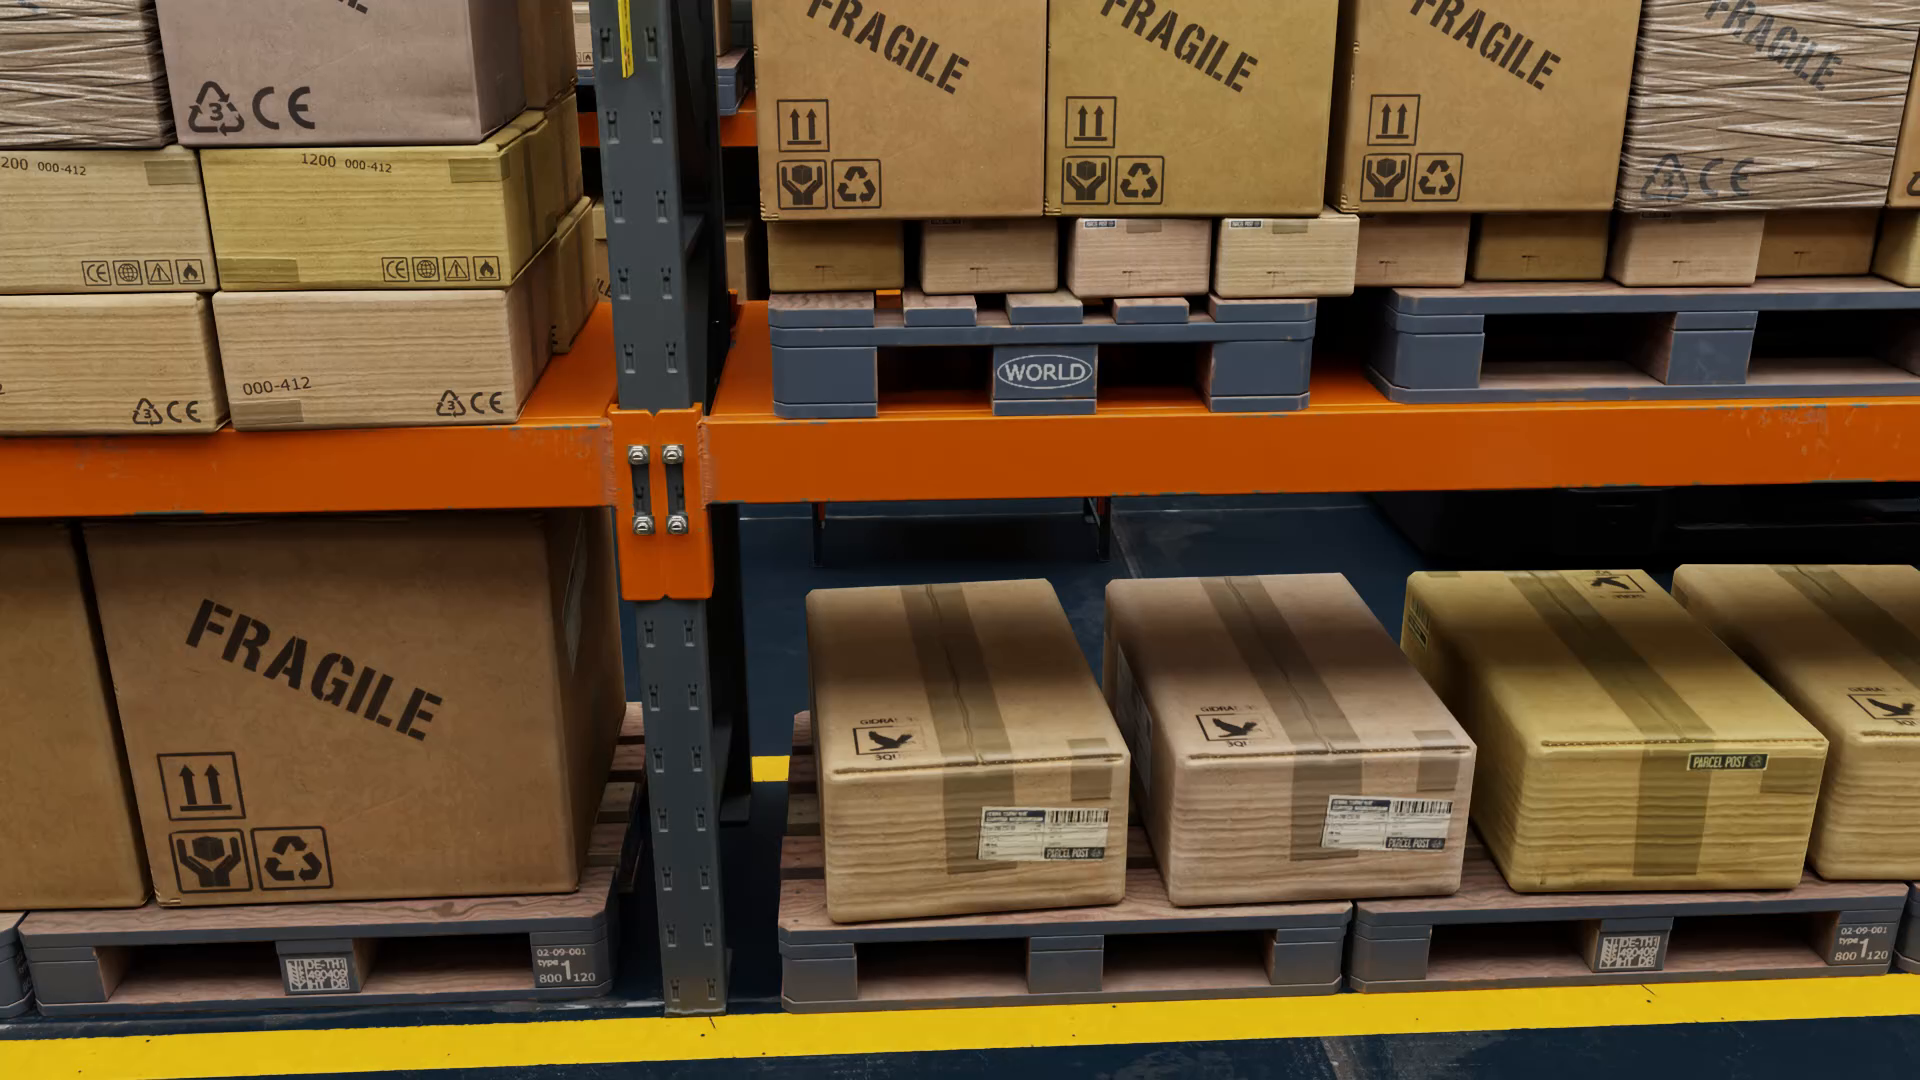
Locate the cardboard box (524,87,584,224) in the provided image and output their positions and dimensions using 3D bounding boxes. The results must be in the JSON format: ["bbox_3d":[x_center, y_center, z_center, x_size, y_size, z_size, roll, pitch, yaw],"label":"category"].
[{"bbox_3d":[-1.104,-0.819,3.564,0.500,0.250,0.500,-1,21,-3],"label":"cardboard box"}]

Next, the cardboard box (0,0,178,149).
[{"bbox_3d":[-1.597,-0.975,2.920,0.500,0.500,0.500,-1,21,-2],"label":"cardboard box"}]

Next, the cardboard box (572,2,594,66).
[{"bbox_3d":[-1.906,-2.331,7.647,0.500,0.250,0.500,-2,21,-6],"label":"cardboard box"}]

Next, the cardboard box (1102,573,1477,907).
[{"bbox_3d":[0.717,0.428,3.883,0.625,0.372,0.950,-2,21,-4],"label":"cardboard box"}]

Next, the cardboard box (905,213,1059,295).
[{"bbox_3d":[0.035,-0.591,3.220,0.250,0.149,0.380,-2,21,-6],"label":"cardboard box"}]

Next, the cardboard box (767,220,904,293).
[{"bbox_3d":[-0.249,-0.597,3.236,0.250,0.149,0.380,-2,21,-6],"label":"cardboard box"}]

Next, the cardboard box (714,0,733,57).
[{"bbox_3d":[-1.394,-2.629,8.079,0.500,0.500,0.500,0,21,-1],"label":"cardboard box"}]

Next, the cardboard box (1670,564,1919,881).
[{"bbox_3d":[2.168,0.400,3.957,0.625,0.372,0.950,0,21,0],"label":"cardboard box"}]

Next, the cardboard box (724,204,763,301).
[{"bbox_3d":[-1.308,-1.460,8.663,0.500,0.500,0.500,0,21,-1],"label":"cardboard box"}]

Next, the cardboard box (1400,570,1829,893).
[{"bbox_3d":[1.474,0.415,3.918,0.625,0.372,0.950,0,21,-1],"label":"cardboard box"}]

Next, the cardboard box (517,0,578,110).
[{"bbox_3d":[-1.091,-1.169,3.429,0.500,0.500,0.500,-2,21,-5],"label":"cardboard box"}]

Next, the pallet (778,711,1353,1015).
[{"bbox_3d":[0.196,0.710,3.959,1.213,0.211,1.003,-1,21,-3],"label":"pallet"}]

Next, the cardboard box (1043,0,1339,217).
[{"bbox_3d":[0.398,-0.900,3.120,0.500,0.500,0.500,0,21,0],"label":"cardboard box"}]

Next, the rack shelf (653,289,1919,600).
[{"bbox_3d":[1.412,-0.282,3.657,4.000,0.370,1.077,-1,21,-3],"label":"rack shelf"}]

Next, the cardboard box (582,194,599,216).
[{"bbox_3d":[-1.886,-1.566,8.029,0.250,0.149,0.380,-2,21,-5],"label":"cardboard box"}]

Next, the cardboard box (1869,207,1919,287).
[{"bbox_3d":[1.892,-0.614,3.280,0.250,0.149,0.380,-1,21,-3],"label":"cardboard box"}]

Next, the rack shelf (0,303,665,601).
[{"bbox_3d":[-2.581,-0.201,3.444,4.000,0.370,1.077,-1,21,-3],"label":"rack shelf"}]

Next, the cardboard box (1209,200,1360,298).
[{"bbox_3d":[0.587,-0.578,3.187,0.250,0.149,0.380,-1,21,-3],"label":"cardboard box"}]

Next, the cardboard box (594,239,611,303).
[{"bbox_3d":[-1.781,-1.277,8.184,0.500,0.500,0.500,-1,21,-4],"label":"cardboard box"}]

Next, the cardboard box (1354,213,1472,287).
[{"bbox_3d":[0.823,-0.611,3.273,0.250,0.149,0.380,0,21,0],"label":"cardboard box"}]

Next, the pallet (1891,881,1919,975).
[{"bbox_3d":[2.632,0.661,4.089,1.213,0.211,1.003,-1,21,-3],"label":"pallet"}]

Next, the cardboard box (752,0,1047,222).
[{"bbox_3d":[-0.122,-0.887,3.085,0.500,0.500,0.500,-2,21,-5],"label":"cardboard box"}]

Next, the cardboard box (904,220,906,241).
[{"bbox_3d":[-0.007,-0.778,3.711,0.250,0.149,0.380,-1,21,-2],"label":"cardboard box"}]

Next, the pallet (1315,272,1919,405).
[{"bbox_3d":[1.390,-0.543,3.600,1.213,0.211,1.003,-1,21,-3],"label":"pallet"}]

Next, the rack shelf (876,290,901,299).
[{"bbox_3d":[-0.007,-0.799,5.816,1.000,0.278,0.538,-1,21,-3],"label":"rack shelf"}]

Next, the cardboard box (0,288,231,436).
[{"bbox_3d":[-1.583,-0.389,3.138,0.500,0.250,0.500,-1,21,-2],"label":"cardboard box"}]

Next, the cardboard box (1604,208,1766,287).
[{"bbox_3d":[1.367,-0.613,3.277,0.250,0.149,0.380,-1,21,-1],"label":"cardboard box"}]

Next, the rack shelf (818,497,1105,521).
[{"bbox_3d":[-0.007,-0.297,6.007,1.000,0.278,0.538,-1,21,-3],"label":"rack shelf"}]

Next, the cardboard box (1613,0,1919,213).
[{"bbox_3d":[1.428,-0.920,3.173,0.500,0.500,0.500,-2,21,-5],"label":"cardboard box"}]

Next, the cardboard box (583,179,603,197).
[{"bbox_3d":[-1.920,-1.743,8.494,0.250,0.149,0.380,-1,21,-2],"label":"cardboard box"}]

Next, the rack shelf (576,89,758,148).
[{"bbox_3d":[-2.868,-1.964,8.075,4.000,0.370,1.077,-1,21,-3],"label":"rack shelf"}]

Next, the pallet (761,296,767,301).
[{"bbox_3d":[-1.619,-1.036,8.545,1.213,0.211,1.003,-1,21,-3],"label":"pallet"}]

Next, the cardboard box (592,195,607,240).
[{"bbox_3d":[-1.621,-1.555,8.002,0.250,0.149,0.380,-2,21,-6],"label":"cardboard box"}]

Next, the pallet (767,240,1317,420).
[{"bbox_3d":[0.121,-0.540,3.594,1.003,0.211,1.213,-1,21,-3],"label":"pallet"}]

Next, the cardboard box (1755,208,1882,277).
[{"bbox_3d":[1.623,-0.645,3.362,0.250,0.149,0.380,-2,21,-5],"label":"cardboard box"}]

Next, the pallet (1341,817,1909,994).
[{"bbox_3d":[1.411,0.686,4.021,1.213,0.211,1.003,-1,21,-3],"label":"pallet"}]

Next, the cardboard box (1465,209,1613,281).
[{"bbox_3d":[1.103,-0.631,3.324,0.250,0.149,0.380,0,21,-1],"label":"cardboard box"}]

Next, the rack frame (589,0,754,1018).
[{"bbox_3d":[-0.584,-0.578,3.422,0.127,3.000,1.000,-1,21,-3],"label":"rack frame"}]

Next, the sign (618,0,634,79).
[{"bbox_3d":[-0.549,-0.922,2.699,0.005,0.325,0.100,-1,21,-3],"label":"sign"}]

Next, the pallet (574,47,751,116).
[{"bbox_3d":[-1.544,-2.212,7.986,1.003,0.211,1.213,-1,21,-3],"label":"pallet"}]

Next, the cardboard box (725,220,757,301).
[{"bbox_3d":[-1.281,-1.284,8.200,0.500,0.500,0.500,-1,21,-1],"label":"cardboard box"}]

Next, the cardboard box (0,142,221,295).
[{"bbox_3d":[-1.565,-0.629,3.066,0.500,0.250,0.500,-2,21,-4],"label":"cardboard box"}]

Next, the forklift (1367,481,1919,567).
[{"bbox_3d":[3.089,-1.469,5.861,3.031,2.935,1.130,-2,21,-4],"label":"forklift"}]

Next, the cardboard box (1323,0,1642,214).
[{"bbox_3d":[0.928,-0.913,3.154,0.500,0.500,0.500,-1,21,-2],"label":"cardboard box"}]

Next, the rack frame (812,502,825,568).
[{"bbox_3d":[-0.514,-0.515,5.893,0.032,1.125,0.500,-1,21,-3],"label":"rack frame"}]

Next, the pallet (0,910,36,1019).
[{"bbox_3d":[-2.591,0.738,3.885,1.213,0.211,1.003,-1,21,-3],"label":"pallet"}]

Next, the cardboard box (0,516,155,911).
[{"bbox_3d":[-2.169,0.220,3.723,0.875,0.875,0.875,-1,21,-2],"label":"cardboard box"}]

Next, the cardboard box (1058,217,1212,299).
[{"bbox_3d":[0.311,-0.580,3.192,0.250,0.149,0.380,-3,21,-7],"label":"cardboard box"}]

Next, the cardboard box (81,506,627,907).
[{"bbox_3d":[-1.279,0.204,3.766,0.875,0.875,0.875,-1,21,-4],"label":"cardboard box"}]

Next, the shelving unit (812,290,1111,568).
[{"bbox_3d":[-0.007,-0.526,5.920,1.048,1.125,0.538,-1,21,-3],"label":"shelving unit"}]

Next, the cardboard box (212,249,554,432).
[{"bbox_3d":[-1.074,-0.405,3.180,0.500,0.250,0.500,-2,21,-5],"label":"cardboard box"}]

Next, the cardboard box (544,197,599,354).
[{"bbox_3d":[-1.087,-0.587,3.658,0.500,0.250,0.500,-2,21,-4],"label":"cardboard box"}]

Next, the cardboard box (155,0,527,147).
[{"bbox_3d":[-1.086,-0.988,2.955,0.500,0.500,0.500,-2,21,-5],"label":"cardboard box"}]

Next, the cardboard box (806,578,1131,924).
[{"bbox_3d":[-0.020,0.446,3.836,0.625,0.372,0.950,-3,21,-7],"label":"cardboard box"}]

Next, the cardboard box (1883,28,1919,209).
[{"bbox_3d":[1.951,-0.931,3.202,0.500,0.500,0.500,0,21,-1],"label":"cardboard box"}]

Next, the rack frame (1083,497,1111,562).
[{"bbox_3d":[0.501,-0.536,5.948,0.032,1.125,0.500,-1,21,-3],"label":"rack frame"}]

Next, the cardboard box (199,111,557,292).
[{"bbox_3d":[-1.053,-0.641,3.097,0.500,0.250,0.500,-1,21,-3],"label":"cardboard box"}]

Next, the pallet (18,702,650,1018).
[{"bbox_3d":[-1.376,0.715,3.947,1.213,0.211,1.003,-1,21,-3],"label":"pallet"}]
